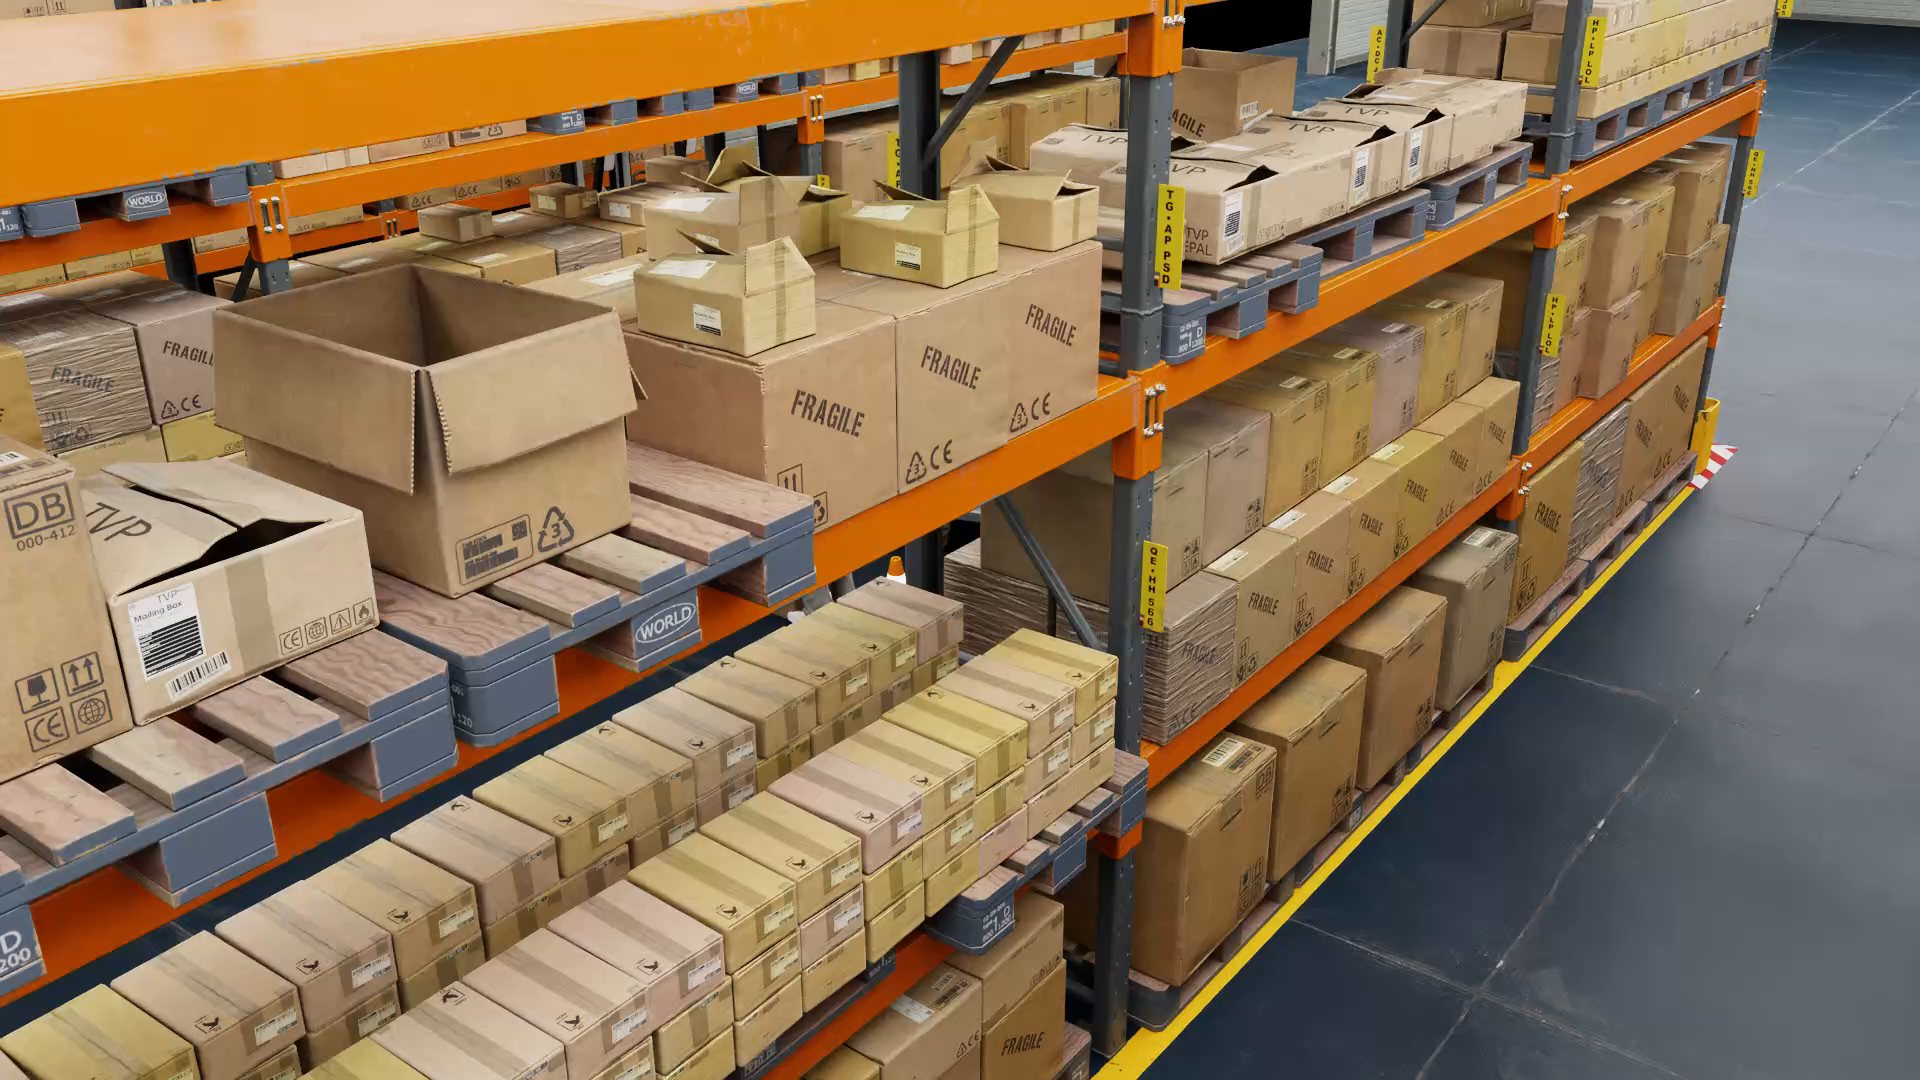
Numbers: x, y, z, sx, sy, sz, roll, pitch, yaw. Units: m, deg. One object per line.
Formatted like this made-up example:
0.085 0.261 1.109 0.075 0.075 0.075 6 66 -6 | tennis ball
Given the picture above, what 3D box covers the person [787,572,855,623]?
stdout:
-0.827 -0.284 9.750 0.351 1.672 0.501 16 28 32 | person
